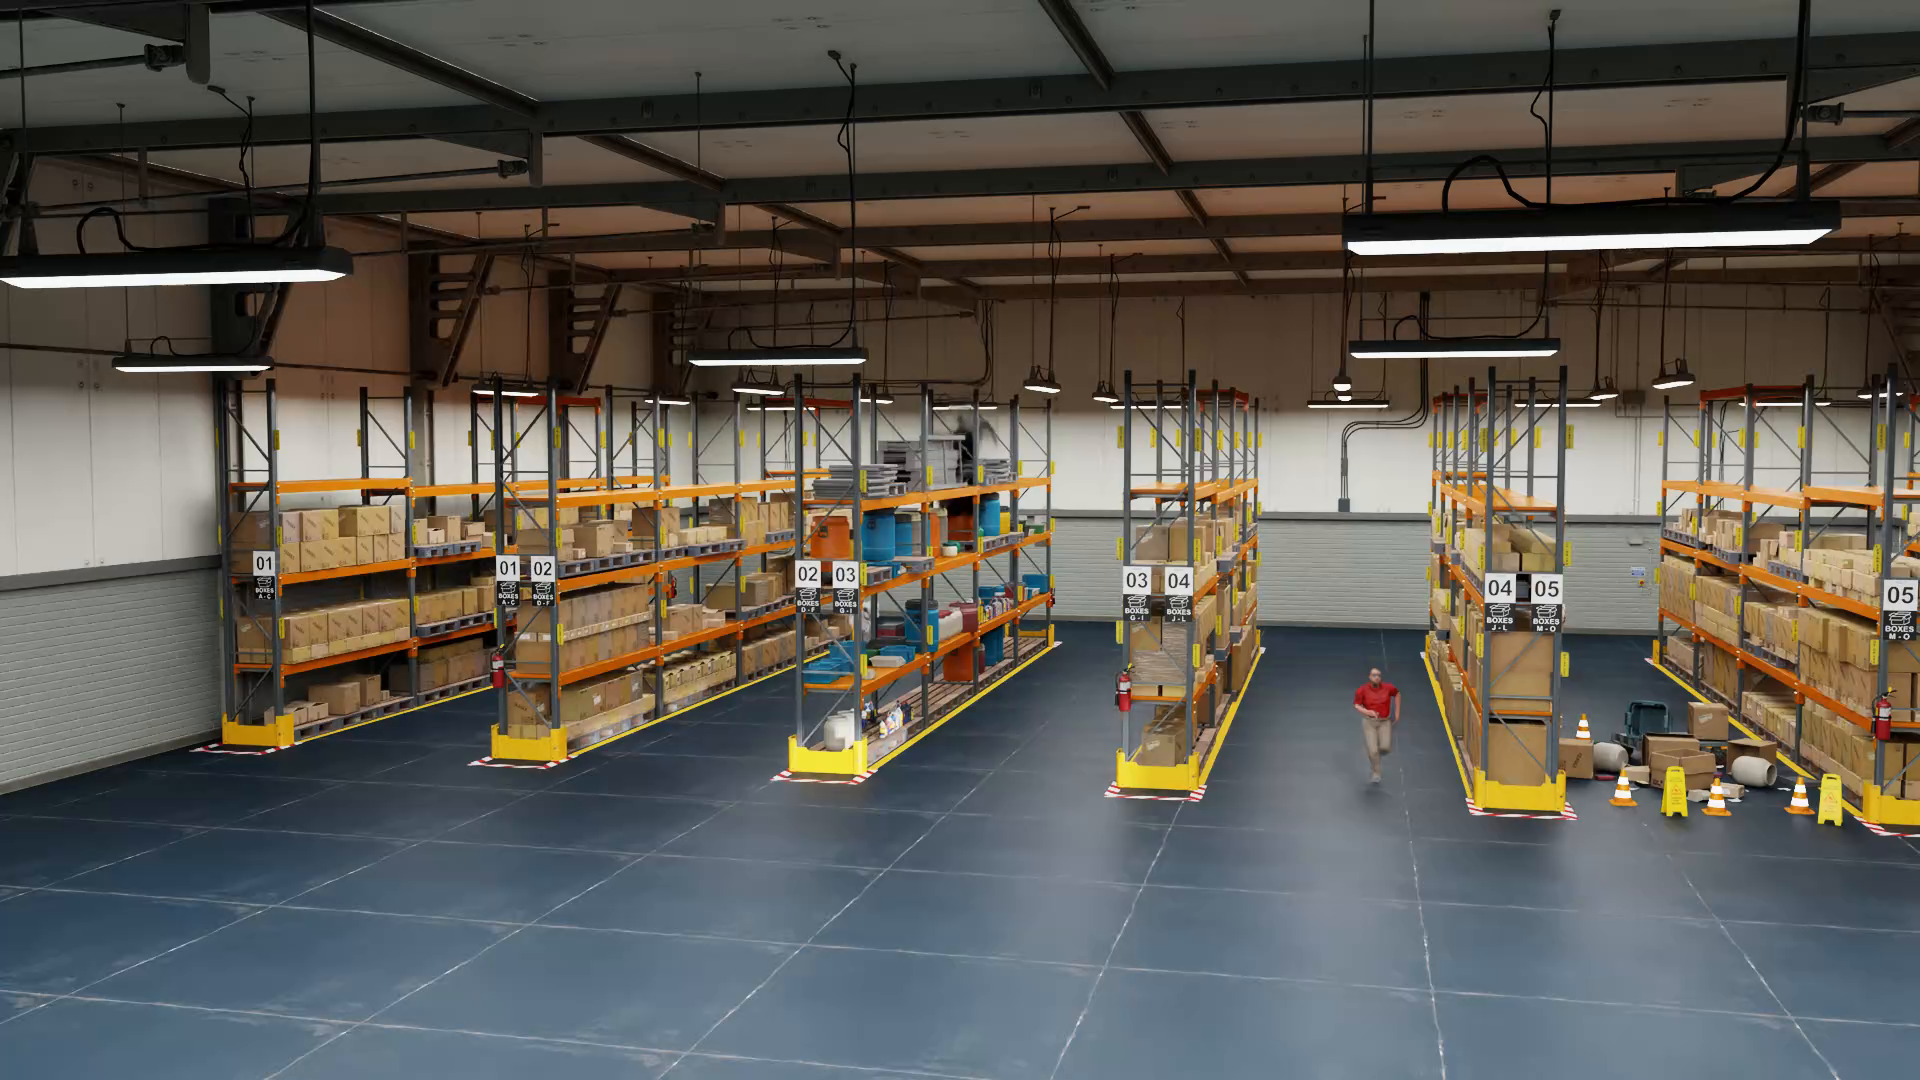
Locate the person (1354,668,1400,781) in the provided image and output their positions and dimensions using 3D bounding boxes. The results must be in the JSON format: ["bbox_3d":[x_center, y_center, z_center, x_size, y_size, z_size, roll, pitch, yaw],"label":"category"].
[{"bbox_3d":[6.124,2.711,24.349,0.701,1.676,0.656,0,3,5],"label":"person"}]

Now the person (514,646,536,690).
[{"bbox_3d":[-7.905,2.415,30.256,0.569,1.524,0.680,0,3,5],"label":"person"}]

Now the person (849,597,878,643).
[{"bbox_3d":[-1.999,1.849,34.014,0.643,1.686,0.673,1,4,13],"label":"person"}]
